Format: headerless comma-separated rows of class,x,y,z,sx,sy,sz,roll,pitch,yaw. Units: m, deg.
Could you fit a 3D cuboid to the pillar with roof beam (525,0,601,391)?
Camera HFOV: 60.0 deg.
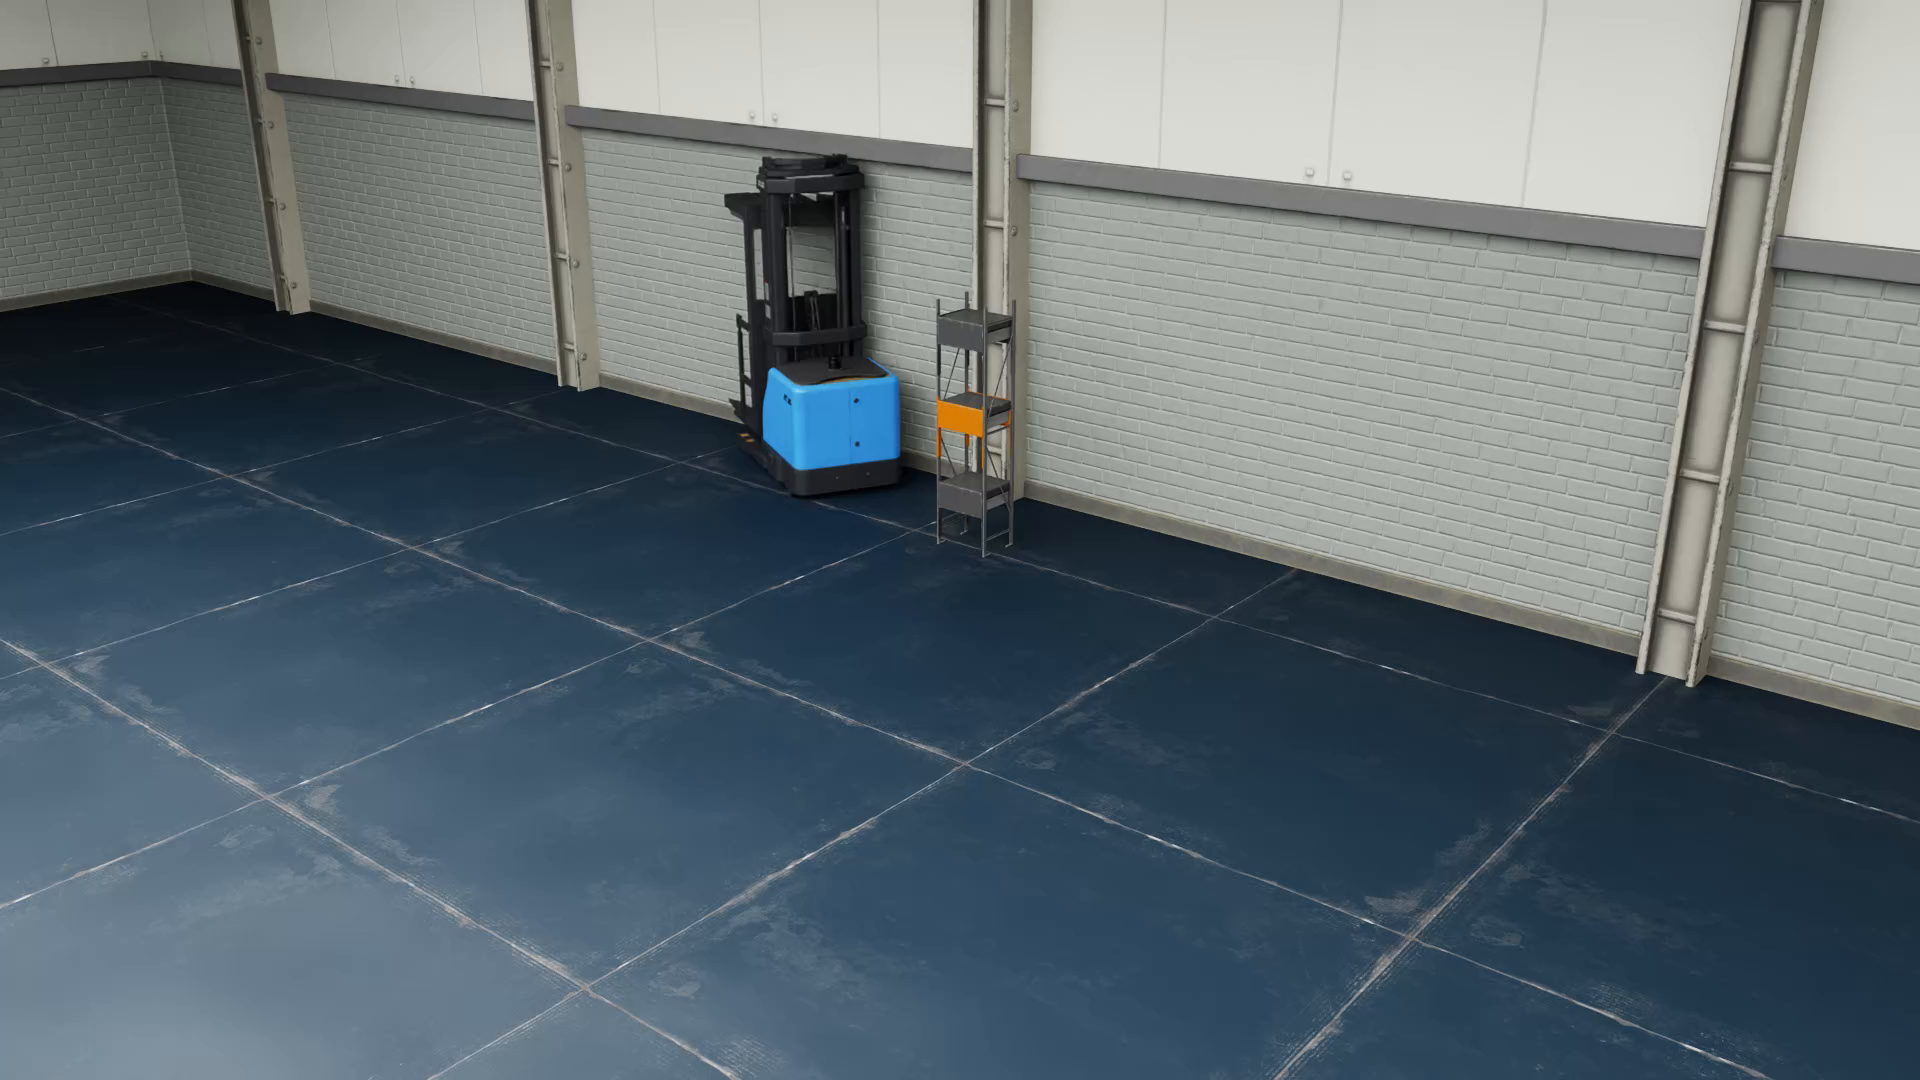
pillar with roof beam,-7.016,-4.779,14.087,0.400,9.000,9.100,16,26,36

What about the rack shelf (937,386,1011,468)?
rack shelf,0.128,-0.933,13.705,0.480,0.518,0.431,16,26,36

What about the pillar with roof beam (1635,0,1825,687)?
pillar with roof beam,2.281,-2.102,6.988,0.400,9.000,9.100,16,26,36

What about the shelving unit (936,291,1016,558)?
shelving unit,0.128,-0.946,13.700,0.503,2.100,0.431,16,26,36

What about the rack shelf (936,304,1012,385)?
rack shelf,0.128,-1.588,13.458,0.480,0.518,0.431,16,26,36

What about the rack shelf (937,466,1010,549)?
rack shelf,0.128,-0.278,13.952,0.480,0.518,0.431,16,26,36

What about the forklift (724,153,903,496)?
forklift,-1.576,-2.256,15.995,1.130,2.935,3.031,-9,22,-22

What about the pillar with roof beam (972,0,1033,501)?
pillar with roof beam,-2.368,-3.440,10.537,0.400,9.000,9.100,16,26,36

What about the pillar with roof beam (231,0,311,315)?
pillar with roof beam,-11.664,-6.117,17.637,0.400,9.000,9.100,16,26,36

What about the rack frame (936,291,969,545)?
rack frame,-0.061,-1.000,13.844,0.015,2.100,0.400,16,26,36

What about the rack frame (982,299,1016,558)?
rack frame,0.317,-0.891,13.555,0.015,2.100,0.400,16,26,36
